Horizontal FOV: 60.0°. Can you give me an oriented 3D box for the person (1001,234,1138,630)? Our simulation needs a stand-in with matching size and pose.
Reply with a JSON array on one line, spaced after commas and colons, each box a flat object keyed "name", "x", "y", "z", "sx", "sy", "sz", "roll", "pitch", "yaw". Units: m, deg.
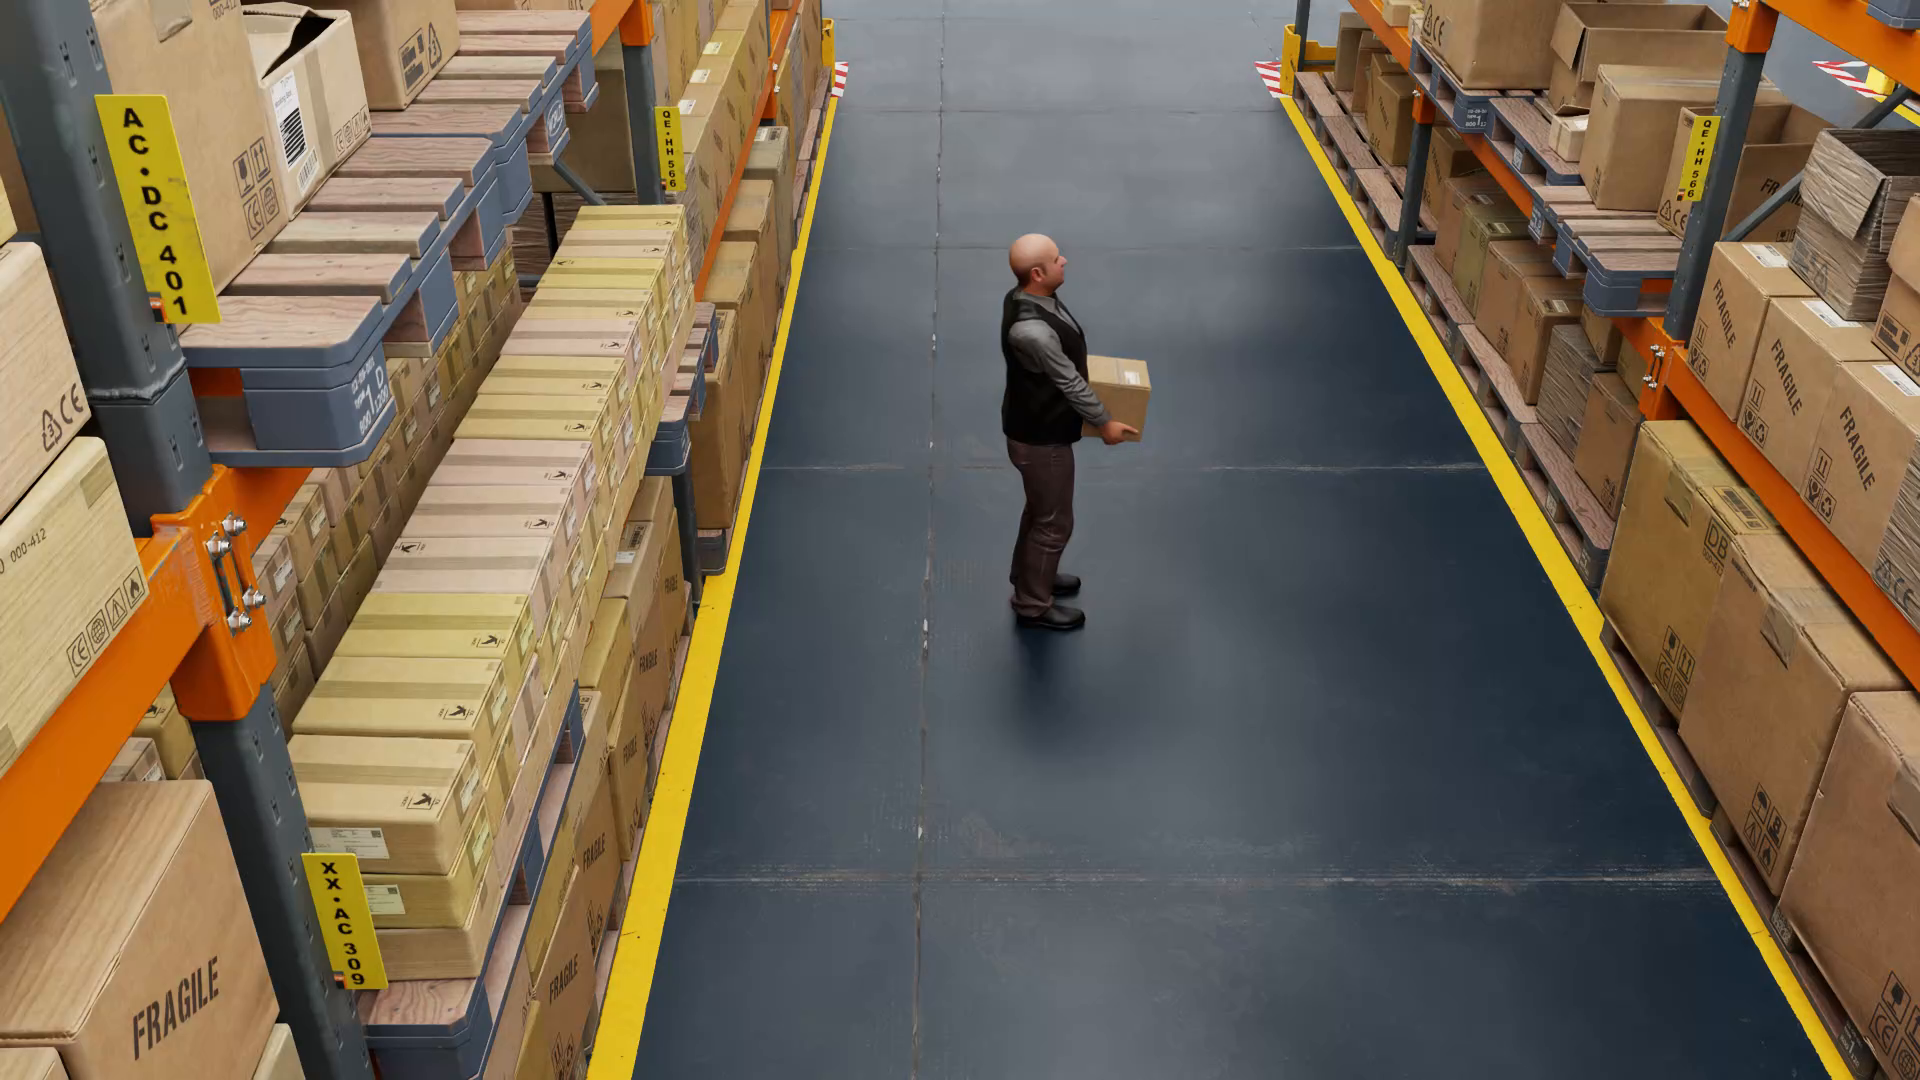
[{"name": "person", "x": 0.444, "y": -0.451, "z": 6.908, "sx": 0.559, "sy": 1.711, "sz": 0.494, "roll": 0, "pitch": 31, "yaw": 1}]
